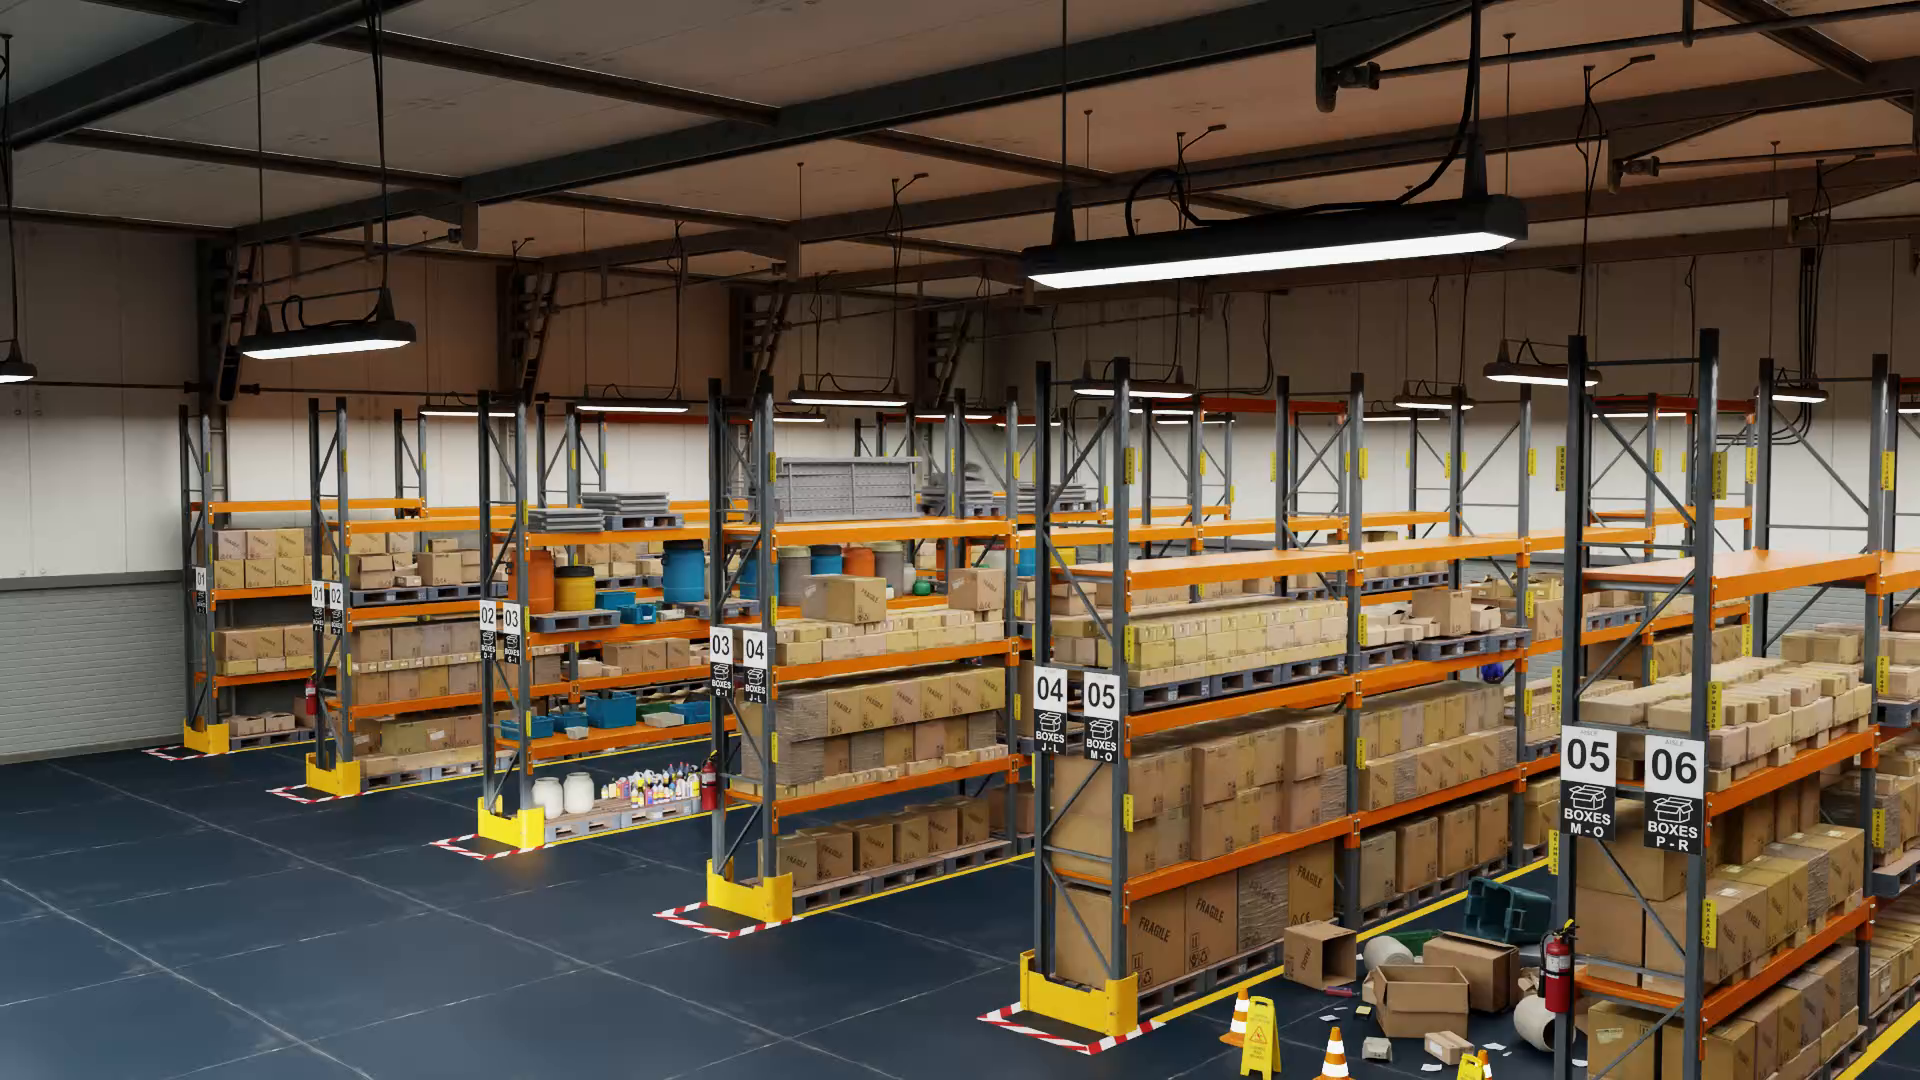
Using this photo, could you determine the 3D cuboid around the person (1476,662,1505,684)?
[{"bbox_3d":[10.136,2.800,31.754,0.568,1.450,1.100,1,3,24],"label":"person"}]
